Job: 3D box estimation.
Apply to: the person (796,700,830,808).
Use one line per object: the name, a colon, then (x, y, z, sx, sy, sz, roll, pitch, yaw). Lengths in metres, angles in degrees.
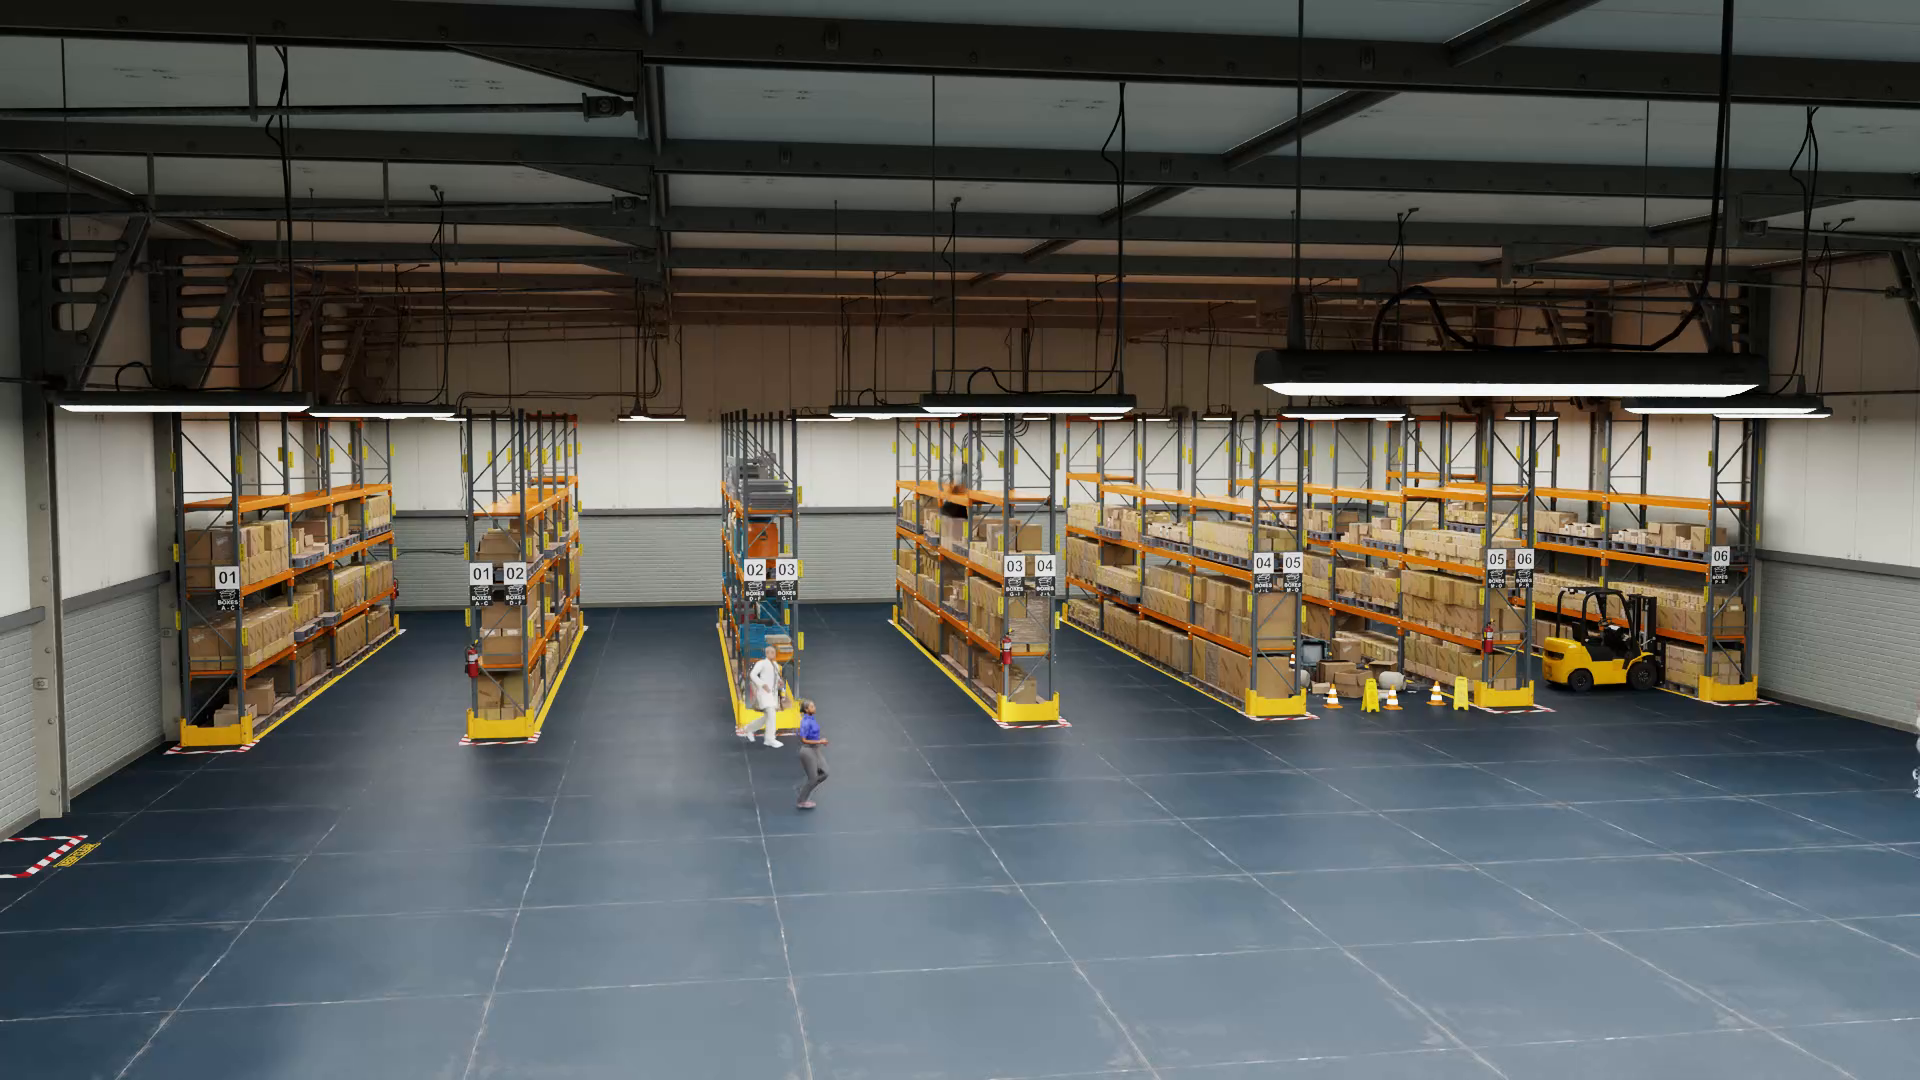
person: (-2.167, 3.177, 24.771, 0.551, 1.613, 0.565, 1, 4, 10)

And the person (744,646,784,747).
person: (-3.432, 2.782, 29.783, 0.791, 1.748, 0.773, 2, 4, 24)
